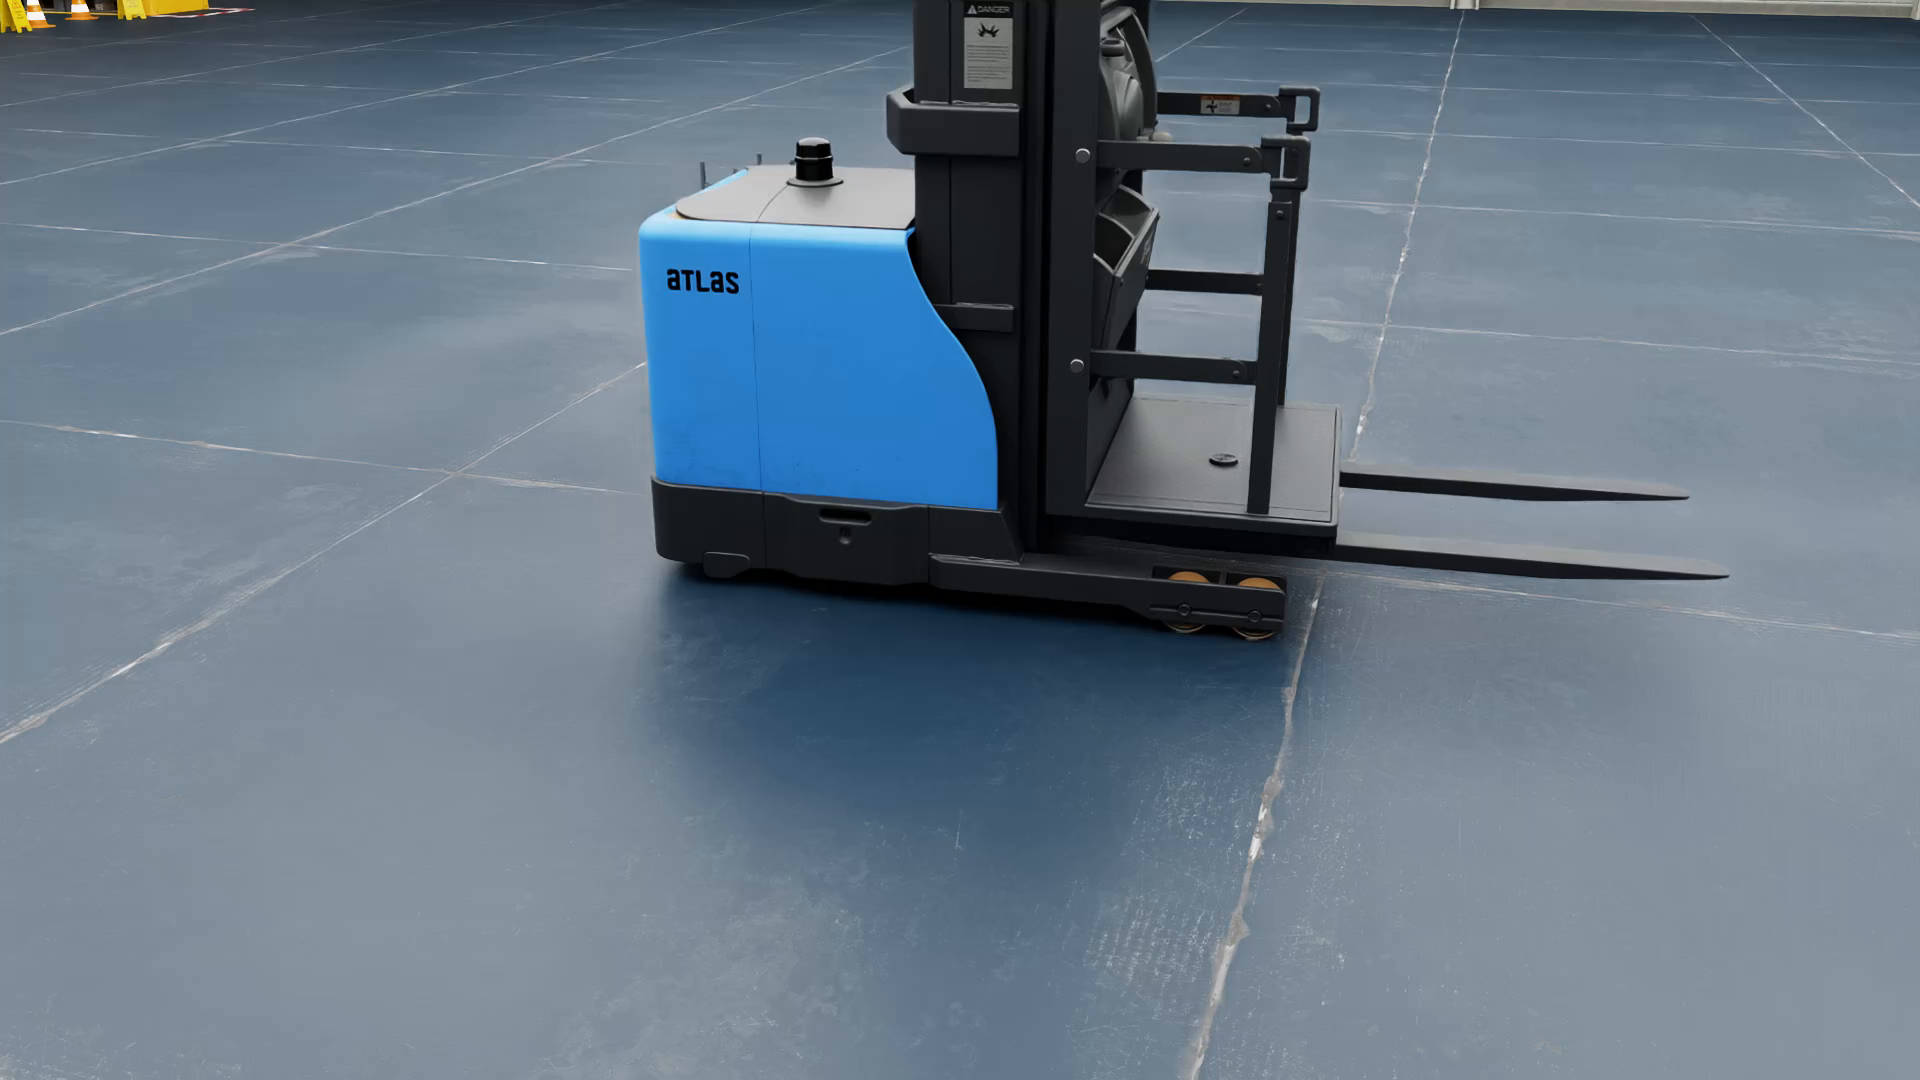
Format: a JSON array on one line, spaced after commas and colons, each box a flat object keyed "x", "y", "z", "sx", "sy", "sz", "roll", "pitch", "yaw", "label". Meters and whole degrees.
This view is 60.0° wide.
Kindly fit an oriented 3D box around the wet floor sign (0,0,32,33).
[{"x": -11.732, "y": -6.621, "z": 20.560, "sx": 0.232, "sy": 0.644, "sz": 0.267, "roll": 3, "pitch": 22, "yaw": 6, "label": "wet floor sign"}]

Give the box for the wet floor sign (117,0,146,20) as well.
[{"x": -11.126, "y": -7.304, "z": 22.227, "sx": 0.232, "sy": 0.644, "sz": 0.267, "roll": 16, "pitch": 27, "yaw": 34, "label": "wet floor sign"}]

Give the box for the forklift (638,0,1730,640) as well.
[{"x": 0.656, "y": -1.303, "z": 4.584, "sx": 3.031, "sy": 2.935, "sz": 1.130, "roll": 5, "pitch": 23, "yaw": 12, "label": "forklift"}]

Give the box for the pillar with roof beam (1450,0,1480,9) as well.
[{"x": 6.015, "y": -10.249, "z": 18.399, "sx": 0.400, "sy": 9.000, "sz": 9.100, "roll": 7, "pitch": 23, "yaw": 16, "label": "pillar with roof beam"}]

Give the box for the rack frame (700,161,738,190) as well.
[{"x": -0.806, "y": -0.768, "z": 5.757, "sx": 0.008, "sy": 1.050, "sz": 0.200, "roll": -21, "pitch": 30, "yaw": -41, "label": "rack frame"}]

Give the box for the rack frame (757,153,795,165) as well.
[{"x": -0.632, "y": -0.833, "z": 5.916, "sx": 0.008, "sy": 1.050, "sz": 0.200, "roll": -21, "pitch": 30, "yaw": -41, "label": "rack frame"}]

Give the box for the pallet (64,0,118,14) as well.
[{"x": -11.839, "y": -7.623, "z": 23.577, "sx": 1.213, "sy": 0.211, "sz": 1.003, "roll": 7, "pitch": 23, "yaw": 16, "label": "pallet"}]

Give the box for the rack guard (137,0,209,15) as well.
[{"x": -11.071, "y": -7.655, "z": 23.274, "sx": 0.348, "sy": 0.500, "sz": 1.175, "roll": 7, "pitch": 23, "yaw": 16, "label": "rack guard"}]

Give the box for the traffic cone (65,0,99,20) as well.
[{"x": -11.783, "y": -7.208, "z": 22.233, "sx": 0.334, "sy": 0.463, "sz": 0.336, "roll": 7, "pitch": 23, "yaw": 16, "label": "traffic cone"}]

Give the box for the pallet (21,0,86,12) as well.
[{"x": -13.003, "y": -7.758, "z": 23.905, "sx": 1.213, "sy": 0.211, "sz": 1.003, "roll": 7, "pitch": 23, "yaw": 16, "label": "pallet"}]

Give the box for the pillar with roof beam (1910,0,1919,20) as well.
[{"x": 11.759, "y": -9.591, "z": 16.795, "sx": 0.400, "sy": 9.000, "sz": 9.100, "roll": 7, "pitch": 23, "yaw": 16, "label": "pillar with roof beam"}]

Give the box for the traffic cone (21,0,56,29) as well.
[{"x": -11.778, "y": -6.767, "z": 21.159, "sx": 0.334, "sy": 0.463, "sz": 0.336, "roll": 7, "pitch": 23, "yaw": 16, "label": "traffic cone"}]

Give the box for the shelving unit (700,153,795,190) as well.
[{"x": -0.719, "y": -0.800, "z": 5.836, "sx": 0.252, "sy": 1.050, "sz": 0.215, "roll": -21, "pitch": 30, "yaw": -41, "label": "shelving unit"}]
